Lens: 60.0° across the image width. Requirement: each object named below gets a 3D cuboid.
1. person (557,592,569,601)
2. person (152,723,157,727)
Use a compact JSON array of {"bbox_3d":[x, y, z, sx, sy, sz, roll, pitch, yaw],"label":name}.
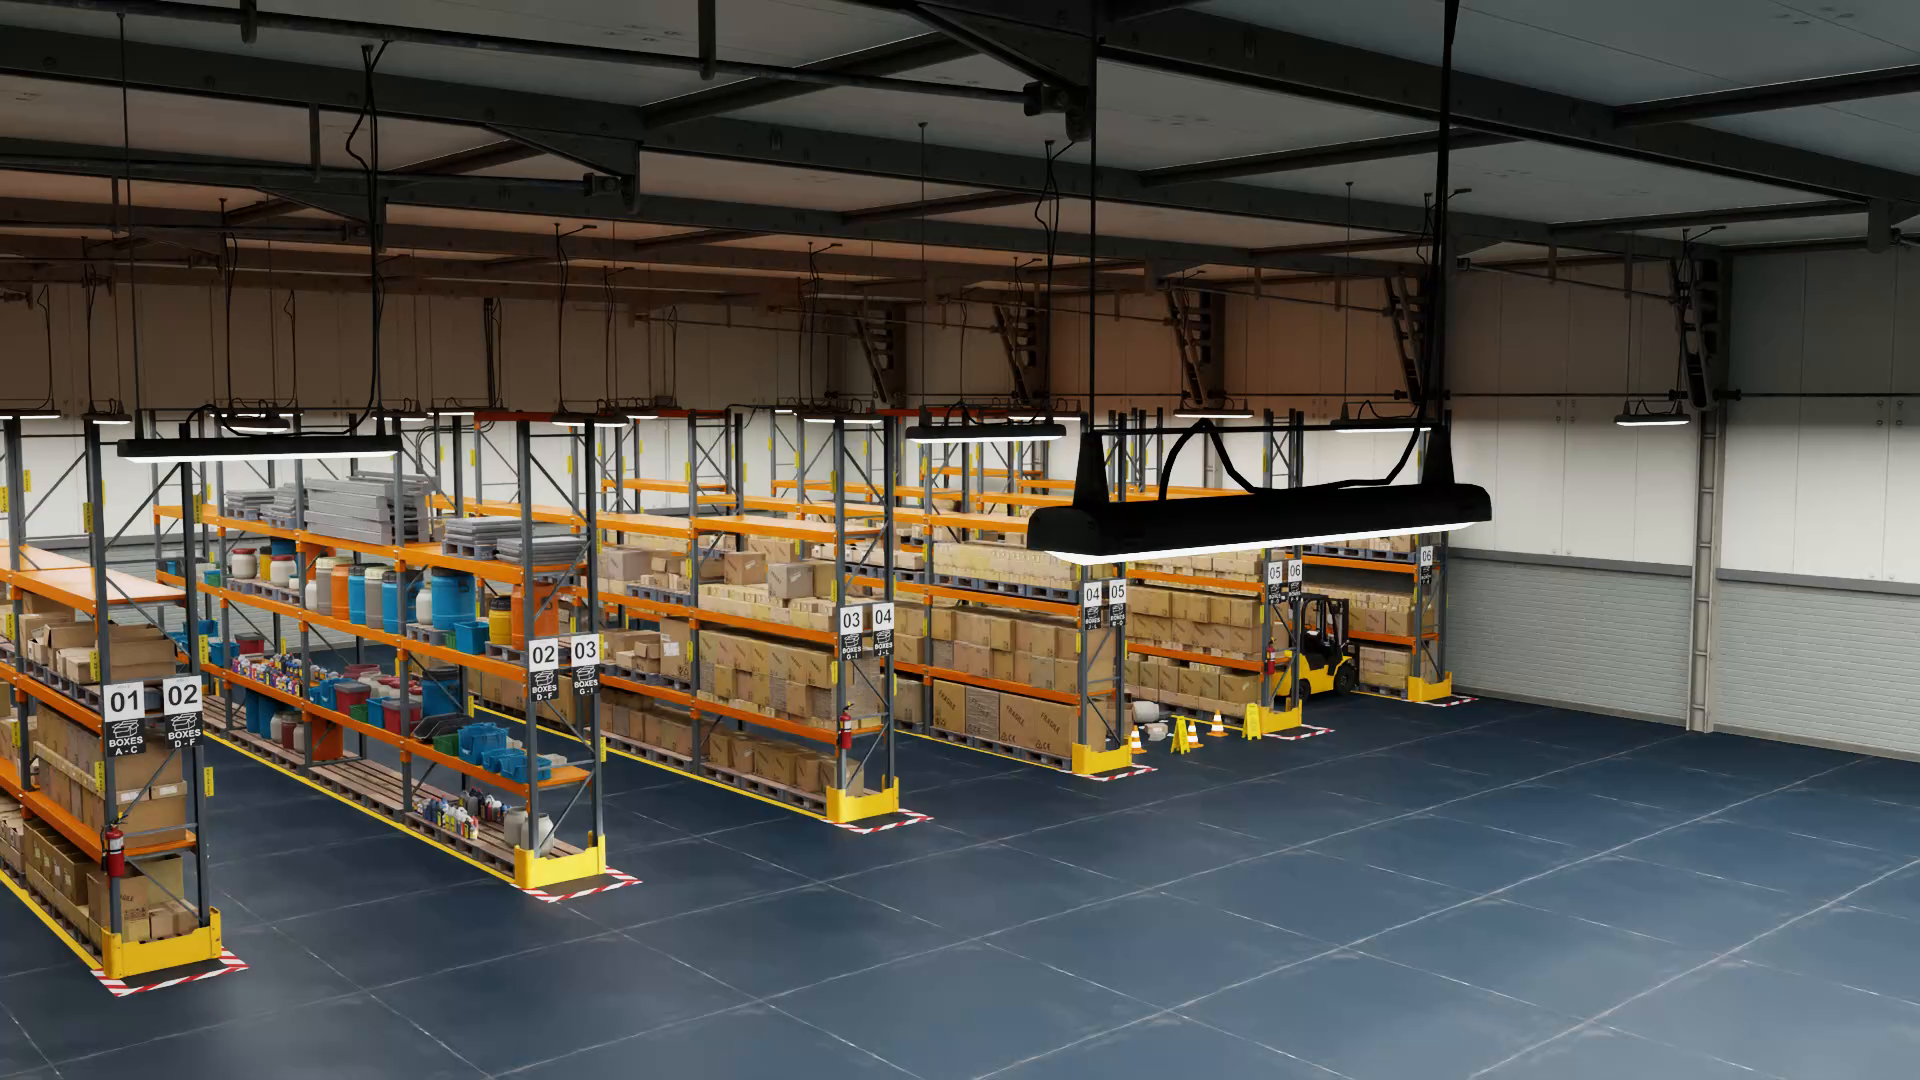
[{"bbox_3d":[-9.551,1.944,39.784,0.736,1.715,1.095,-1,5,-12],"label":"person"},{"bbox_3d":[-13.061,3.136,26.502,0.534,1.714,0.641,1,5,13],"label":"person"}]
